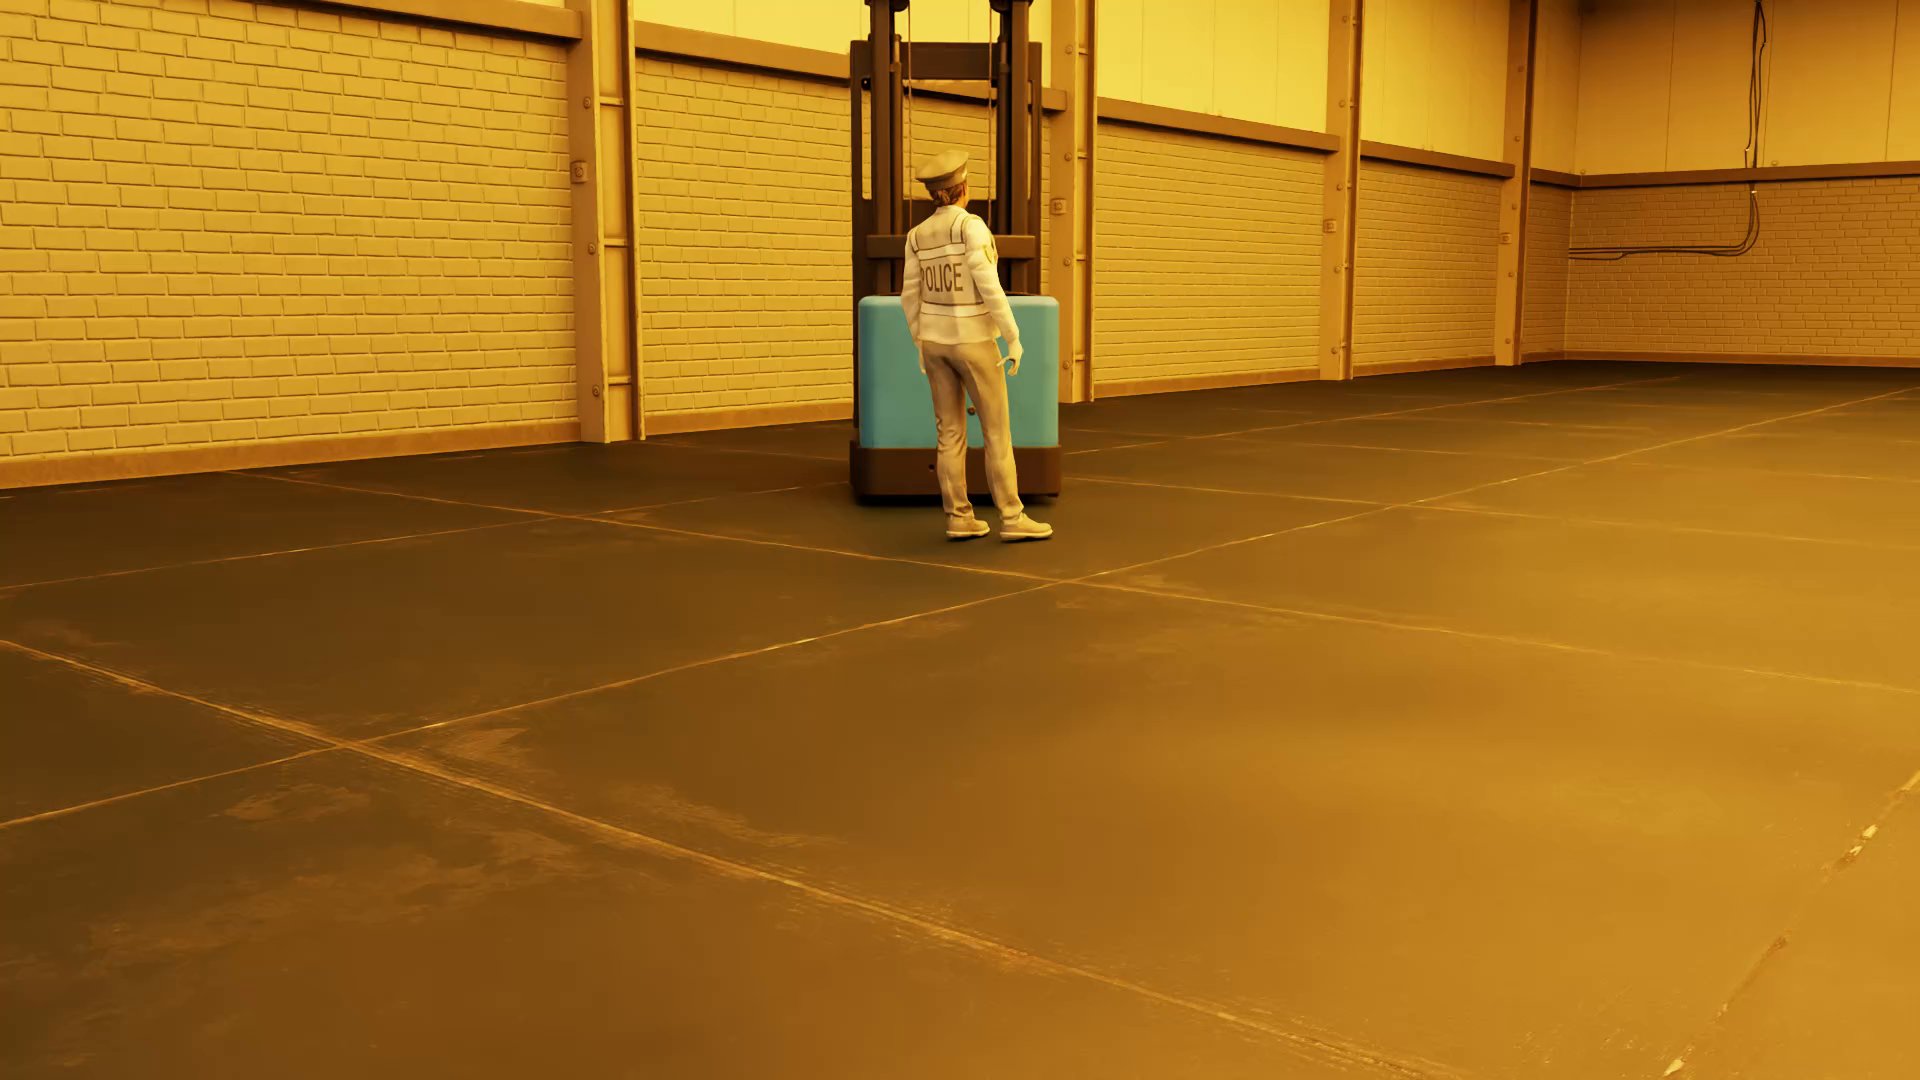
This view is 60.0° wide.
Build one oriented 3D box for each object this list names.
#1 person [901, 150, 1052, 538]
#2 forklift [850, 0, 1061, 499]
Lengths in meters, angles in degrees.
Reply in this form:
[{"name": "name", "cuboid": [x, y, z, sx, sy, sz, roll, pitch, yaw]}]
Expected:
[{"name": "person", "cuboid": [0.048, -0.853, 7.330, 0.586, 1.694, 0.532, 7, 11, 38]}, {"name": "forklift", "cuboid": [-0.095, -1.830, 9.785, 1.130, 2.935, 3.031, -1, 8, -4]}]
